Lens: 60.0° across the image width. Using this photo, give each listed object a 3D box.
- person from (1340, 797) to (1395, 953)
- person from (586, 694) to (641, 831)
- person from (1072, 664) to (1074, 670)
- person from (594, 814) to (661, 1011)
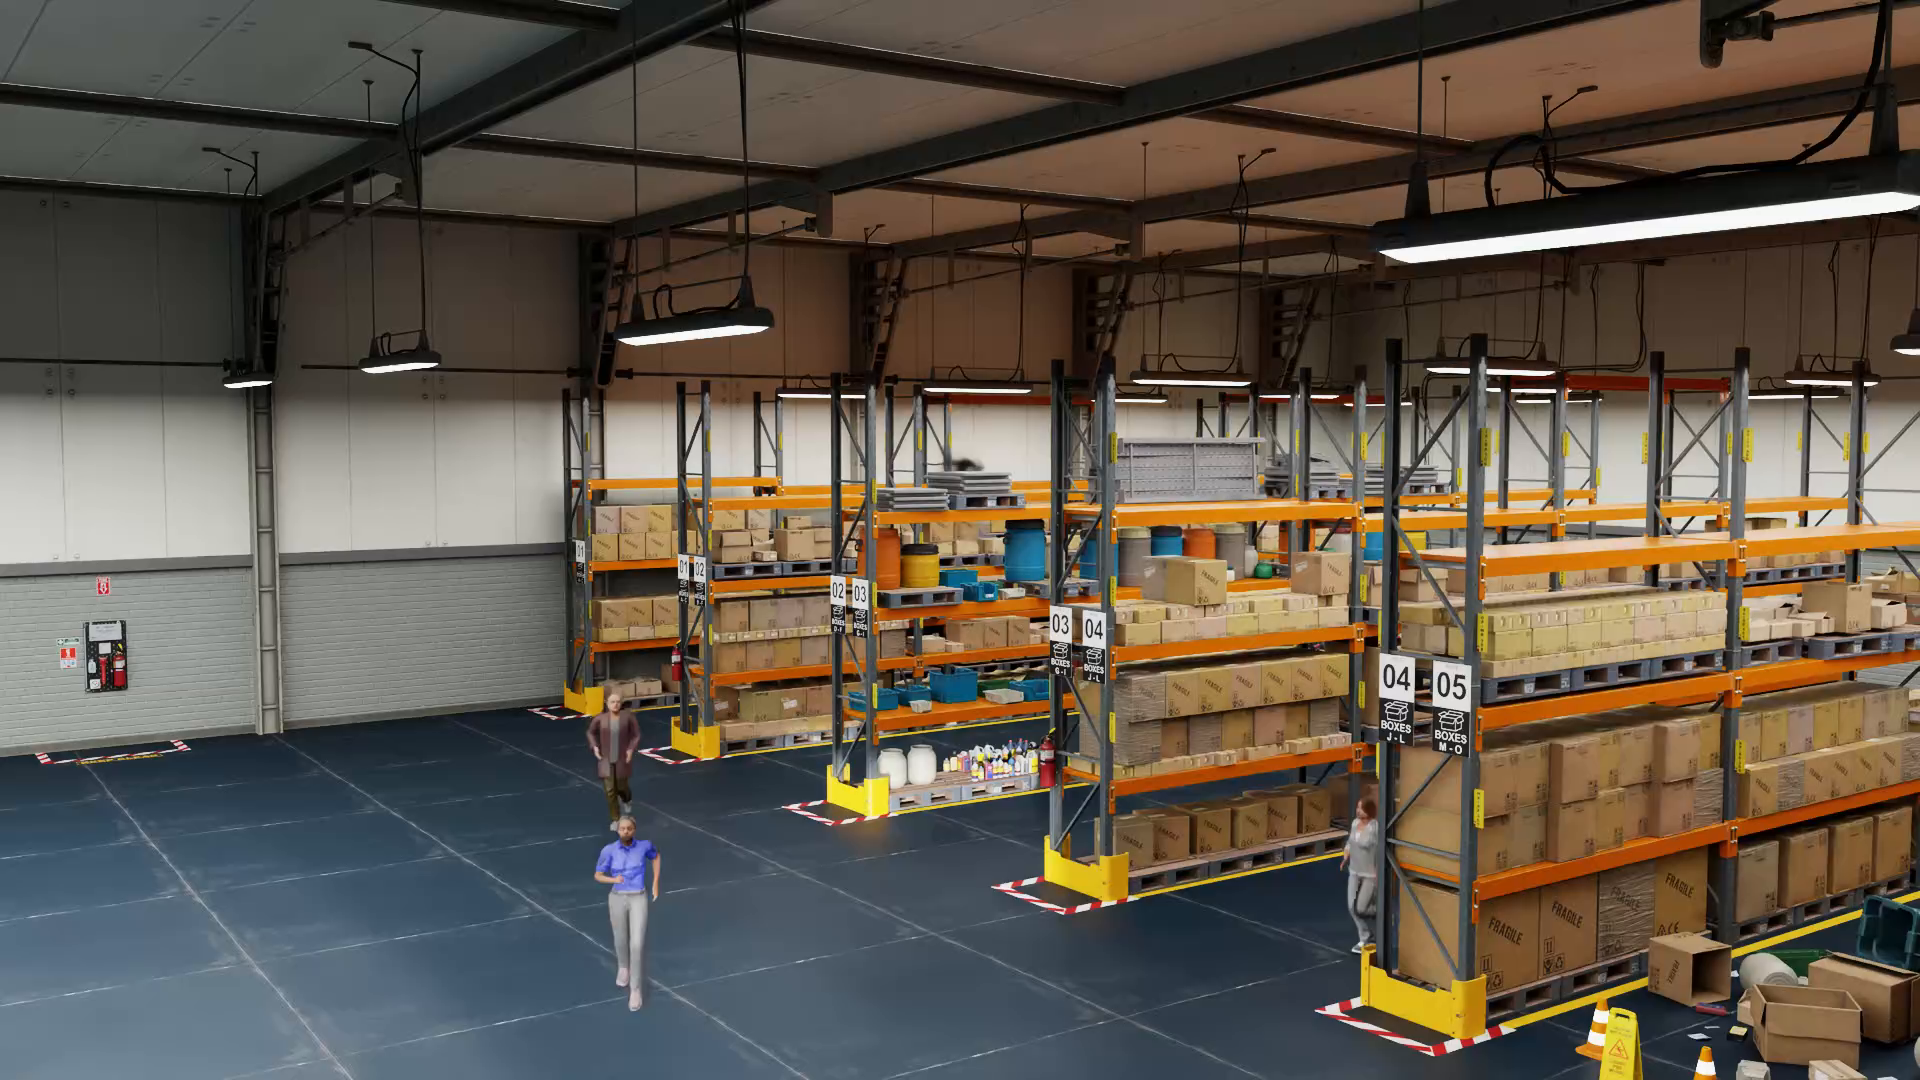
[{"bbox_3d":[4.060,3.324,16.546,0.571,1.556,0.567,-3,4,-35],"label":"person"},{"bbox_3d":[-4.557,2.894,21.894,0.710,1.757,0.761,-1,4,-9],"label":"person"},{"bbox_3d":[2.132,2.146,33.543,0.745,1.835,0.704,-2,4,-29],"label":"person"},{"bbox_3d":[-3.042,3.357,15.233,0.578,1.698,0.817,0,4,-7],"label":"person"}]
